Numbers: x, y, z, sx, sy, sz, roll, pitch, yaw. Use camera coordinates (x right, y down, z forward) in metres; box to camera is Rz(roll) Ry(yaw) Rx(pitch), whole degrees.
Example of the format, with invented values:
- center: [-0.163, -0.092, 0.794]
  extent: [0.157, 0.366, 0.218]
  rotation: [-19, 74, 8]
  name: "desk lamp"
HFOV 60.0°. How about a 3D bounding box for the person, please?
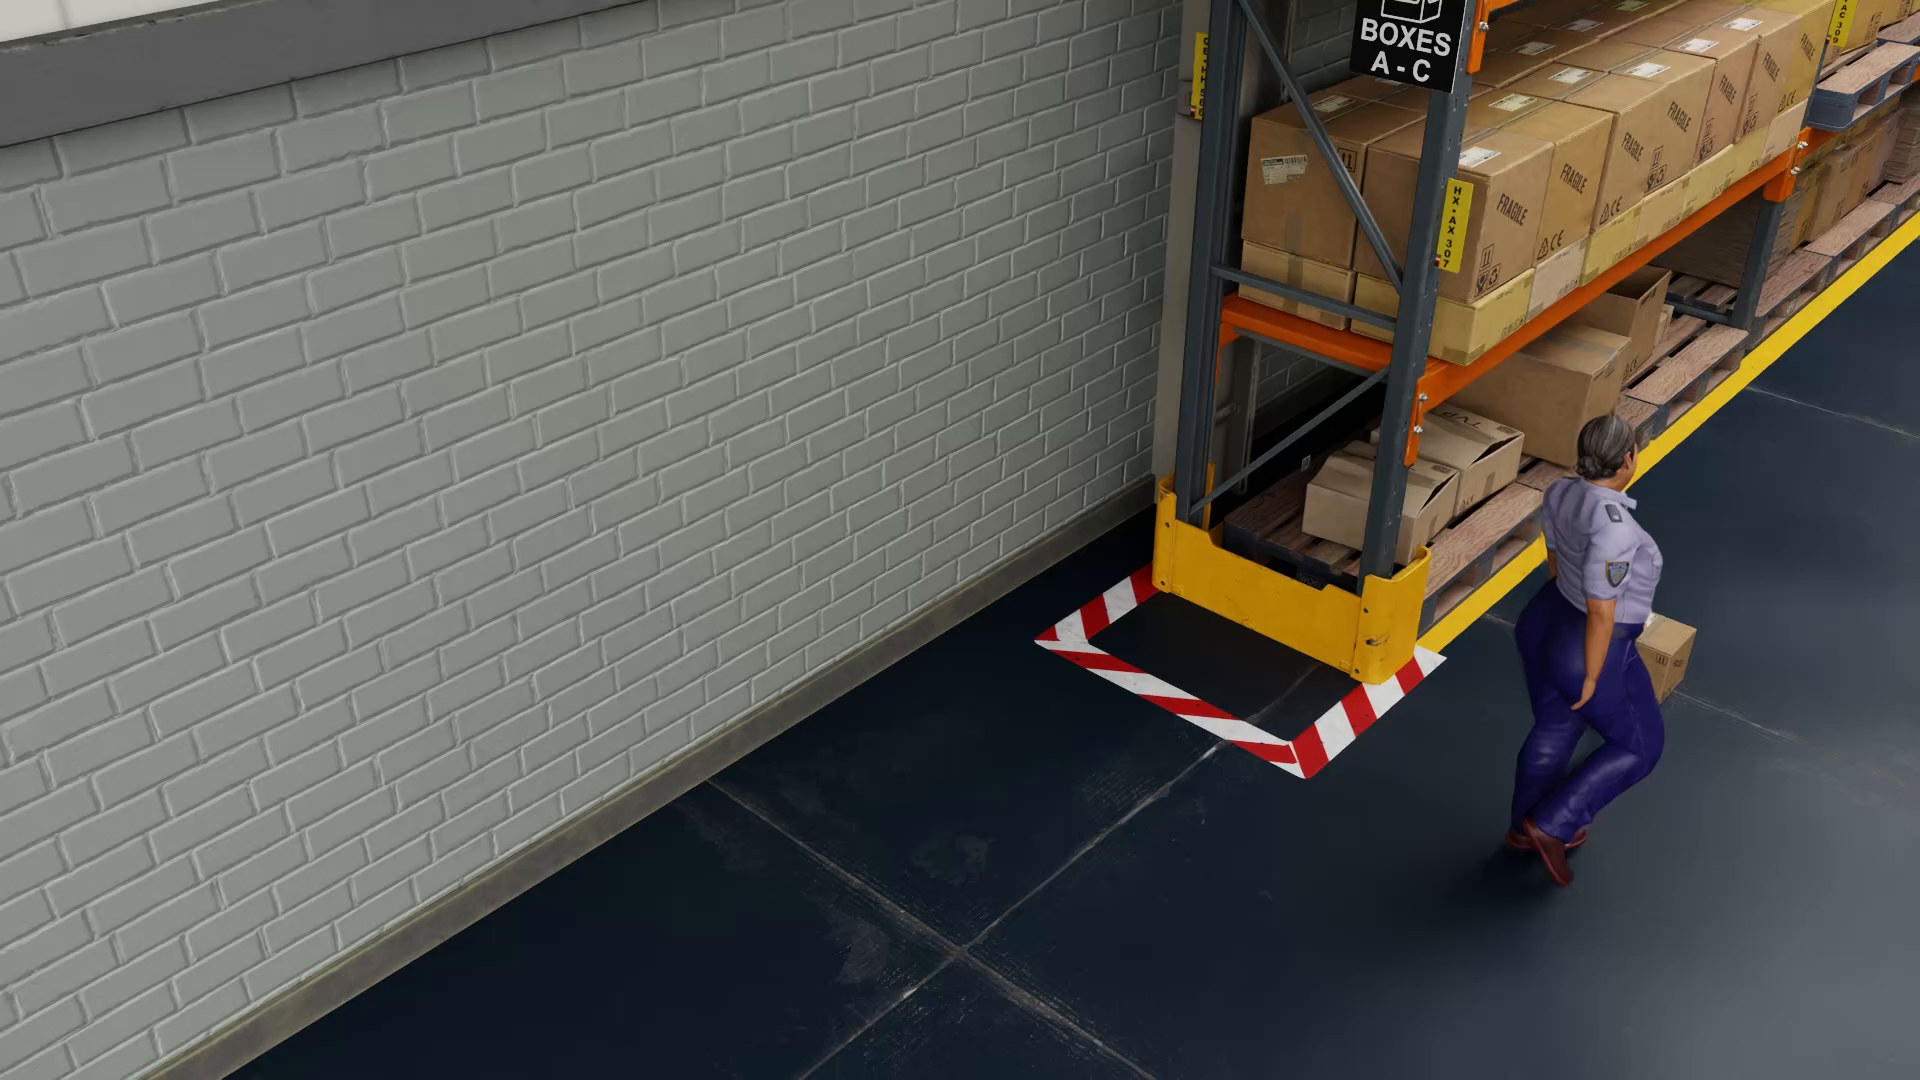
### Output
- center: [2.092, 0.374, 5.535]
  extent: [0.438, 1.622, 0.550]
  rotation: [-6, 32, -10]
  name: "person"
